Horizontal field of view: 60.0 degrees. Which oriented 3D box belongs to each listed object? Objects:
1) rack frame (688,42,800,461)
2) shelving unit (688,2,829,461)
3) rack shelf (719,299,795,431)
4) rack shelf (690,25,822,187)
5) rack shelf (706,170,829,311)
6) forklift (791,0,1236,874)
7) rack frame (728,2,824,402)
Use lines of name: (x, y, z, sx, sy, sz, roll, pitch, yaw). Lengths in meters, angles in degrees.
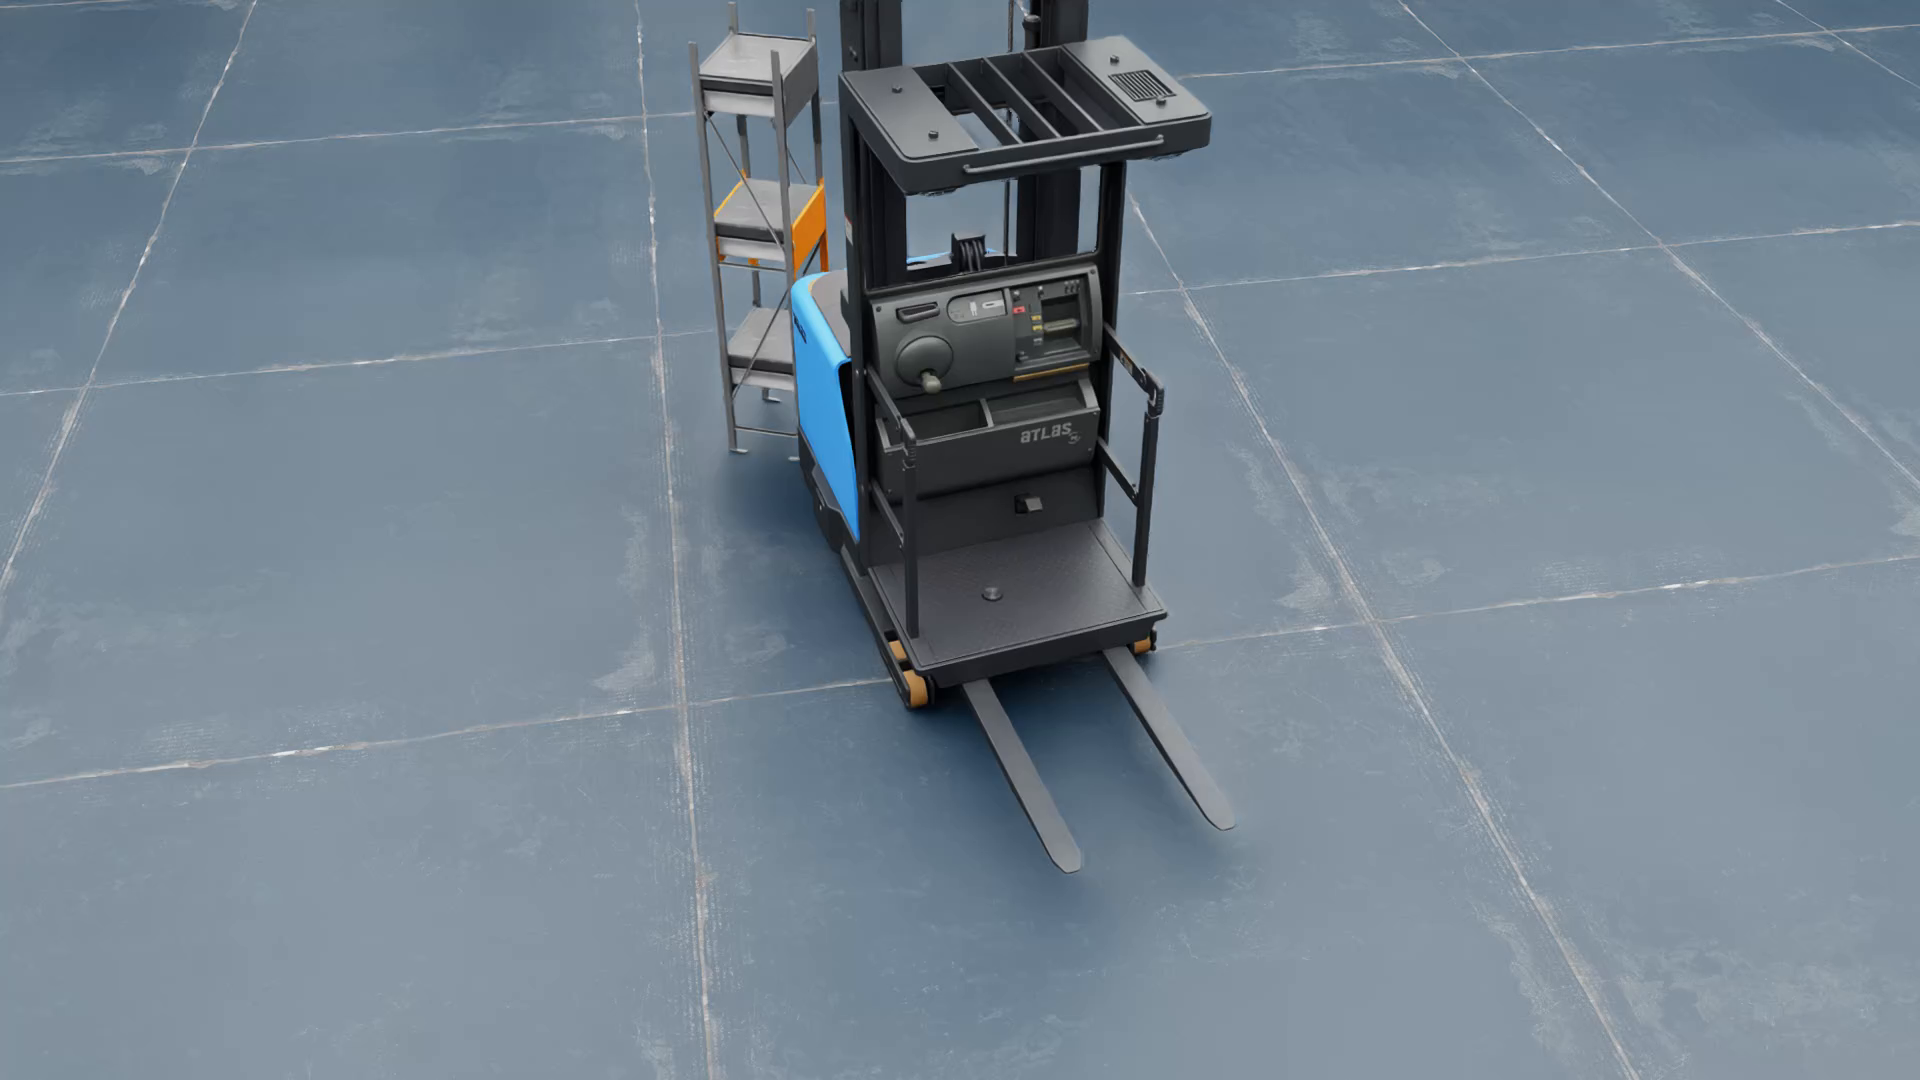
rack frame: (-0.955, -1.249, 7.645, 0.400, 2.100, 0.015, 9, 39, 11)
shelving unit: (-0.897, -1.394, 7.833, 0.431, 2.100, 0.503, 9, 39, 11)
rack shelf: (-0.897, -0.830, 8.270, 0.431, 0.518, 0.480, 9, 39, 11)
rack shelf: (-0.896, -1.936, 7.412, 0.431, 0.518, 0.480, 9, 39, 11)
rack shelf: (-0.897, -1.383, 7.841, 0.431, 0.518, 0.480, 9, 39, 11)
forklift: (0.187, -0.748, 6.324, 1.130, 2.935, 3.031, -12, 39, -15)
rack frame: (-0.838, -1.539, 8.020, 0.400, 2.100, 0.015, 9, 39, 11)
